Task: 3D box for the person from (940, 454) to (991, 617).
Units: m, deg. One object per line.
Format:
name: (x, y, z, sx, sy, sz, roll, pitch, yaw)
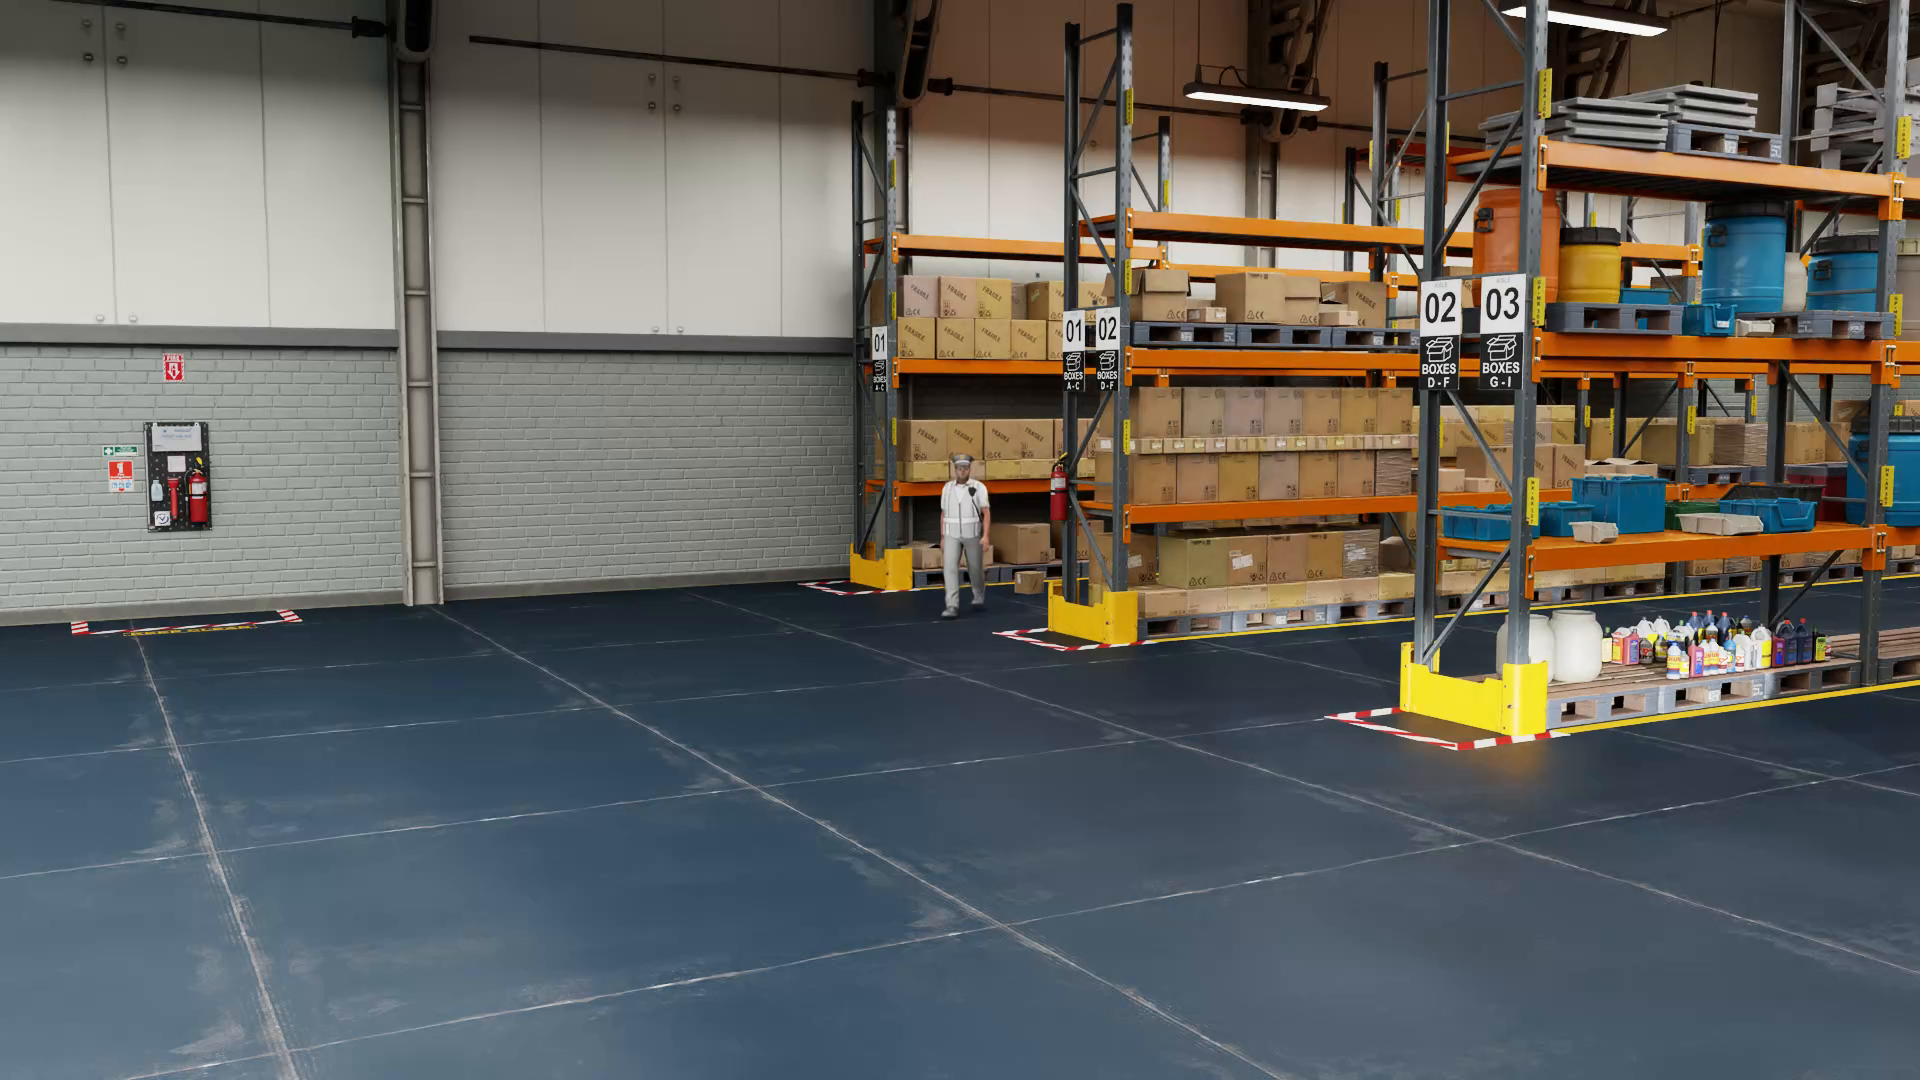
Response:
person: (0.049, -0.063, 17.817, 0.564, 1.724, 1.050, 1, 5, 7)
